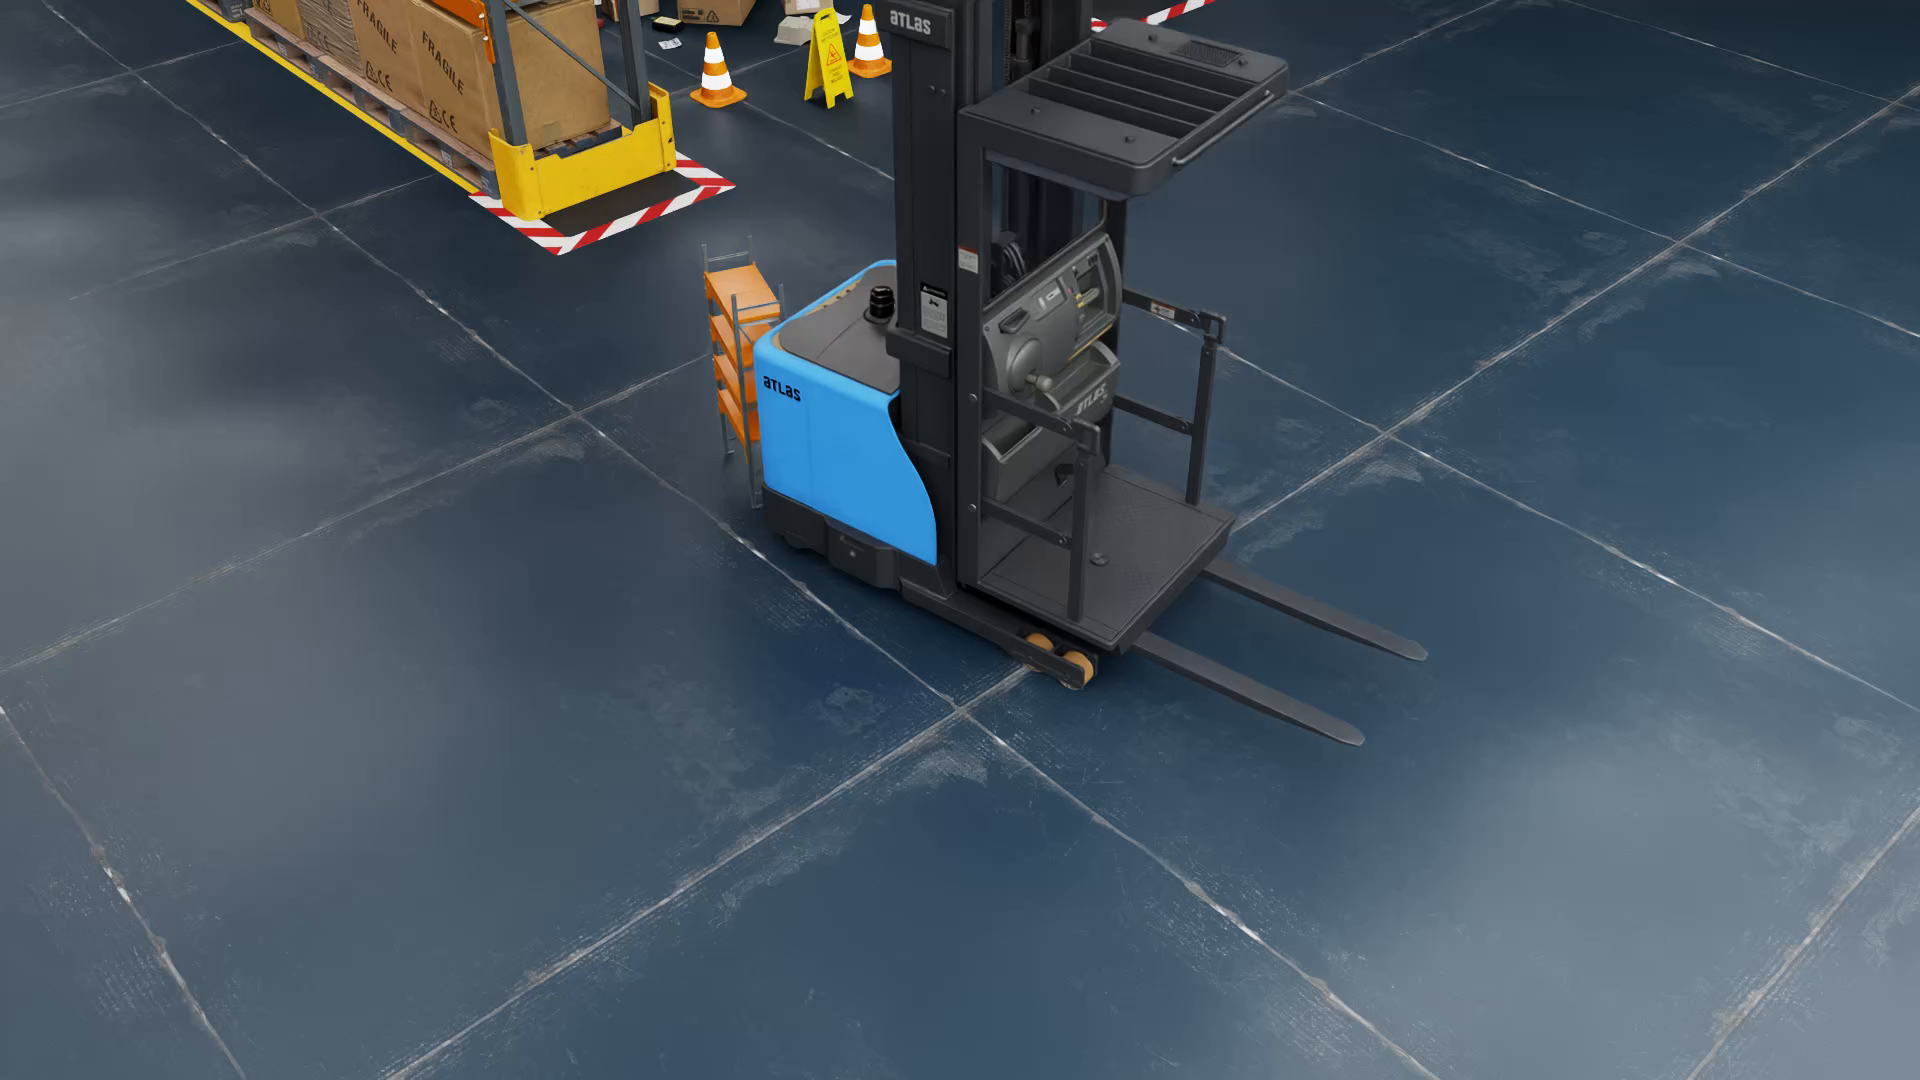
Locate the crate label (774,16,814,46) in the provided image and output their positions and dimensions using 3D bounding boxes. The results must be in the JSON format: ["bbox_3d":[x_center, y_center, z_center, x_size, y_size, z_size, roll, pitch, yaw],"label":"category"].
[{"bbox_3d":[-1.242,-3.885,12.660,0.298,0.136,0.250,11,40,13],"label":"crate label"}]

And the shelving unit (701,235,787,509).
[{"bbox_3d":[-1.000,-0.792,7.984,0.258,1.200,0.503,-14,41,-17],"label":"shelving unit"}]

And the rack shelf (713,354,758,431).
[{"bbox_3d":[-1.000,-0.740,8.026,0.258,0.148,0.480,-14,41,-17],"label":"rack shelf"}]

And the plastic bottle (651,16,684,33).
[{"bbox_3d":[-2.283,-3.986,12.845,0.283,0.061,0.133,18,42,21],"label":"plastic bottle"}]

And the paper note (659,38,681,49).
[{"bbox_3d":[-2.195,-3.762,12.592,0.144,0.017,0.142,-15,41,-17],"label":"paper note"}]

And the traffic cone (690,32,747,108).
[{"bbox_3d":[-1.727,-3.352,11.740,0.336,0.463,0.334,-30,48,-32],"label":"traffic cone"}]

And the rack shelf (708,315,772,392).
[{"bbox_3d":[-1.000,-0.914,7.885,0.258,0.148,0.480,-14,41,-17],"label":"rack shelf"}]

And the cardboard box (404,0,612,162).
[{"bbox_3d":[-2.921,-3.112,10.780,0.875,0.875,0.875,-30,47,-32],"label":"cardboard box"}]

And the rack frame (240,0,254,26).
[{"bbox_3d":[-5.119,-5.341,12.183,1.000,3.000,0.127,-30,48,-32],"label":"rack frame"}]

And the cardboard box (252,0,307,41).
[{"bbox_3d":[-4.745,-4.357,12.322,0.875,0.875,0.875,-29,47,-31],"label":"cardboard box"}]

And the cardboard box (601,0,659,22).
[{"bbox_3d":[-2.600,-4.264,13.026,0.396,0.266,0.258,-22,44,-25],"label":"cardboard box"}]

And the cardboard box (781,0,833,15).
[{"bbox_3d":[-1.210,-4.279,13.137,0.380,0.149,0.250,-8,40,-10],"label":"cardboard box"}]

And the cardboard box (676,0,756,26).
[{"bbox_3d":[-1.889,-4.406,13.012,0.637,0.503,0.797,5,39,6],"label":"cardboard box"}]

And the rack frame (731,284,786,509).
[{"bbox_3d":[-0.907,-0.650,7.808,0.240,1.200,0.015,-14,41,-17],"label":"rack frame"}]

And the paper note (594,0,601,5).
[{"bbox_3d":[-2.853,-4.332,13.303,0.172,0.023,0.155,-15,41,-17],"label":"paper note"}]

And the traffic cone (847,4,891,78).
[{"bbox_3d":[-0.664,-3.675,12.139,0.336,0.463,0.334,-30,48,-32],"label":"traffic cone"}]

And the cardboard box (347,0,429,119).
[{"bbox_3d":[-3.518,-3.518,11.284,0.875,0.875,0.875,-31,48,-32],"label":"cardboard box"}]

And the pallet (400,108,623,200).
[{"bbox_3d":[-3.012,-2.741,11.184,1.003,0.211,1.213,-30,48,-32],"label":"pallet"}]

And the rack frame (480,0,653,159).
[{"bbox_3d":[-2.414,-3.489,9.891,1.000,3.000,0.127,-30,48,-32],"label":"rack frame"}]

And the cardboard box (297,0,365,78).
[{"bbox_3d":[-4.133,-3.941,11.807,0.875,0.875,0.875,-30,47,-31],"label":"cardboard box"}]

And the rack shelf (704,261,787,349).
[{"bbox_3d":[-1.000,-1.098,7.737,0.258,0.148,0.480,-14,41,-17],"label":"rack shelf"}]

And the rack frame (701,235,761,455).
[{"bbox_3d":[-1.092,-0.934,8.159,0.240,1.200,0.015,-14,41,-17],"label":"rack frame"}]

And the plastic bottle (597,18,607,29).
[{"bbox_3d":[-2.853,-3.969,12.823,0.133,0.061,0.283,18,42,21],"label":"plastic bottle"}]

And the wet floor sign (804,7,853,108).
[{"bbox_3d":[-0.936,-3.402,11.656,0.232,0.644,0.267,26,45,28],"label":"wet floor sign"}]

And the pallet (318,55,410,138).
[{"bbox_3d":[-3.833,-3.306,11.883,1.003,0.211,1.213,-30,48,-32],"label":"pallet"}]

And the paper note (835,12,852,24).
[{"bbox_3d":[-0.941,-4.076,12.981,0.142,0.019,0.148,18,42,21],"label":"paper note"}]

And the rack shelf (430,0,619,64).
[{"bbox_3d":[-3.766,-4.135,11.263,1.077,0.370,4.000,-30,48,-32],"label":"rack shelf"}]

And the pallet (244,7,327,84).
[{"bbox_3d":[-4.662,-3.871,12.582,1.003,0.211,1.213,-30,48,-32],"label":"pallet"}]

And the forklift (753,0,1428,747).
[{"bbox_3d":[0.557,-0.878,6.712,3.031,2.935,1.130,25,45,27],"label":"forklift"}]

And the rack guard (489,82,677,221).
[{"bbox_3d":[-2.397,-2.506,10.663,1.175,0.500,0.348,-30,48,-32],"label":"rack guard"}]

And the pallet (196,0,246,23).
[{"bbox_3d":[-5.696,-4.581,13.462,1.003,0.211,1.213,-30,48,-32],"label":"pallet"}]

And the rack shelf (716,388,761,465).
[{"bbox_3d":[-1.000,-0.585,8.151,0.258,0.148,0.480,-14,41,-17],"label":"rack shelf"}]
